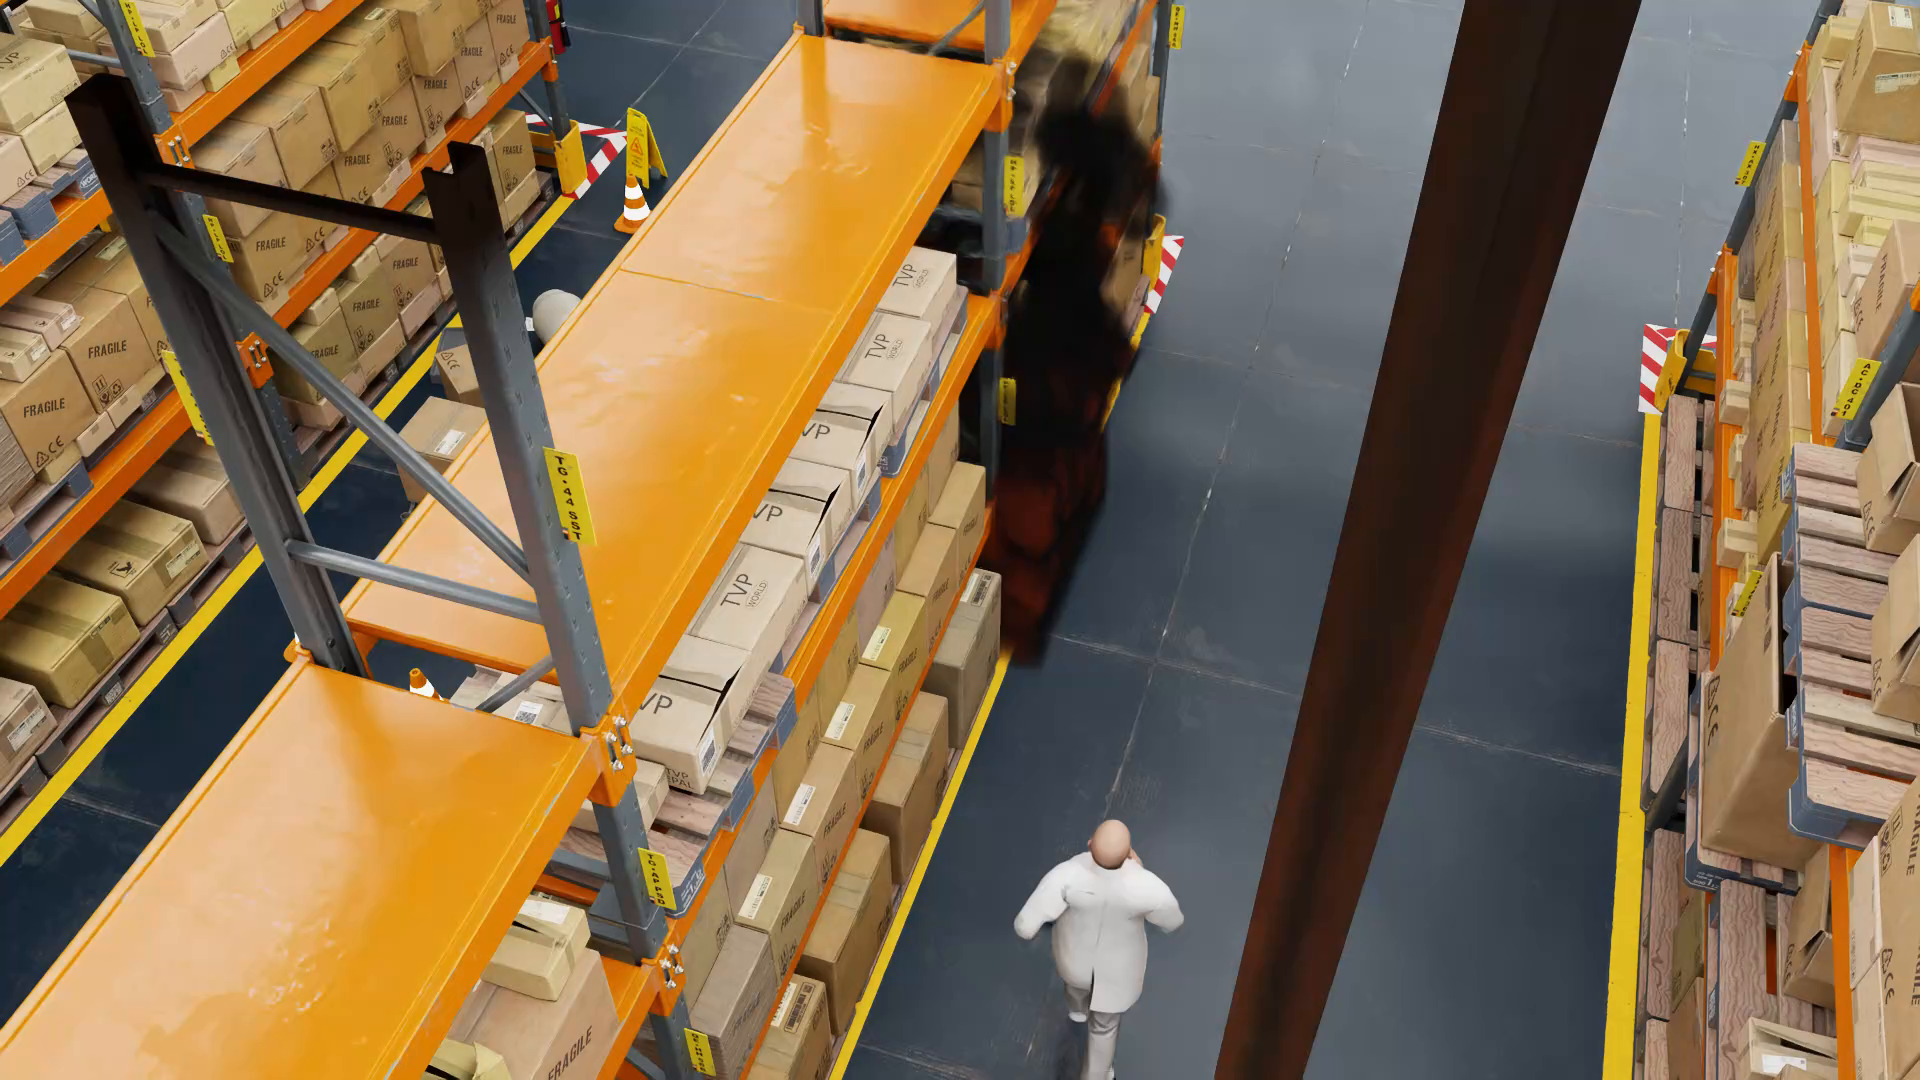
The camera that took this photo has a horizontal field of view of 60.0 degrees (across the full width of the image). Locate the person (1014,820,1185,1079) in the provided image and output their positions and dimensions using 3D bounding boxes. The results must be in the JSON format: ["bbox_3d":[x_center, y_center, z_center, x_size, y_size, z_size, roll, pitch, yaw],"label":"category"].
[{"bbox_3d":[0.622,1.899,7.632,0.736,1.859,0.840,10,47,10],"label":"person"}]
